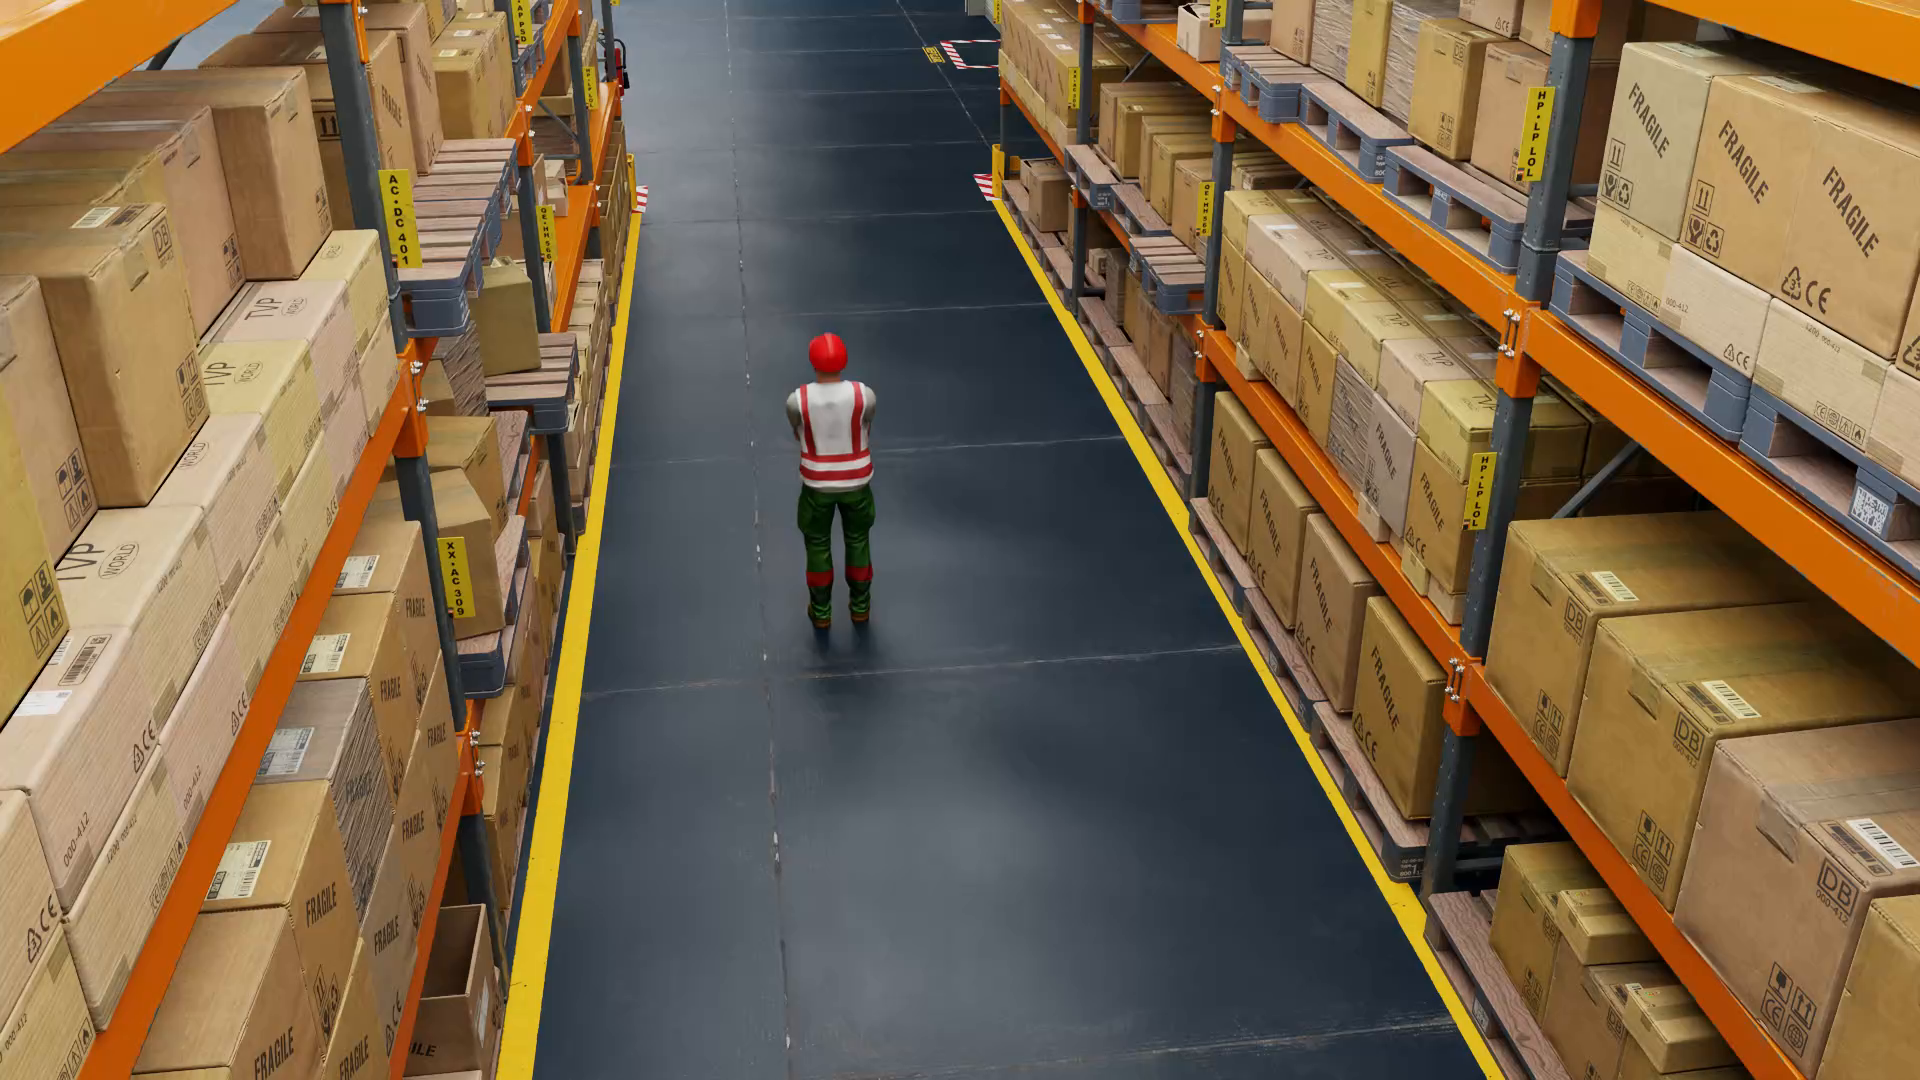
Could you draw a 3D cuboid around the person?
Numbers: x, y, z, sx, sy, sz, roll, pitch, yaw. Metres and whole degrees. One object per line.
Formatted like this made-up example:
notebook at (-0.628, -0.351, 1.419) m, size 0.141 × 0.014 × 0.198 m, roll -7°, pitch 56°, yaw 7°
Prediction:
person at (-0.713, -0.371, 9.328) m, size 0.494 × 1.783 × 0.572 m, roll -4°, pitch 27°, yaw -7°
